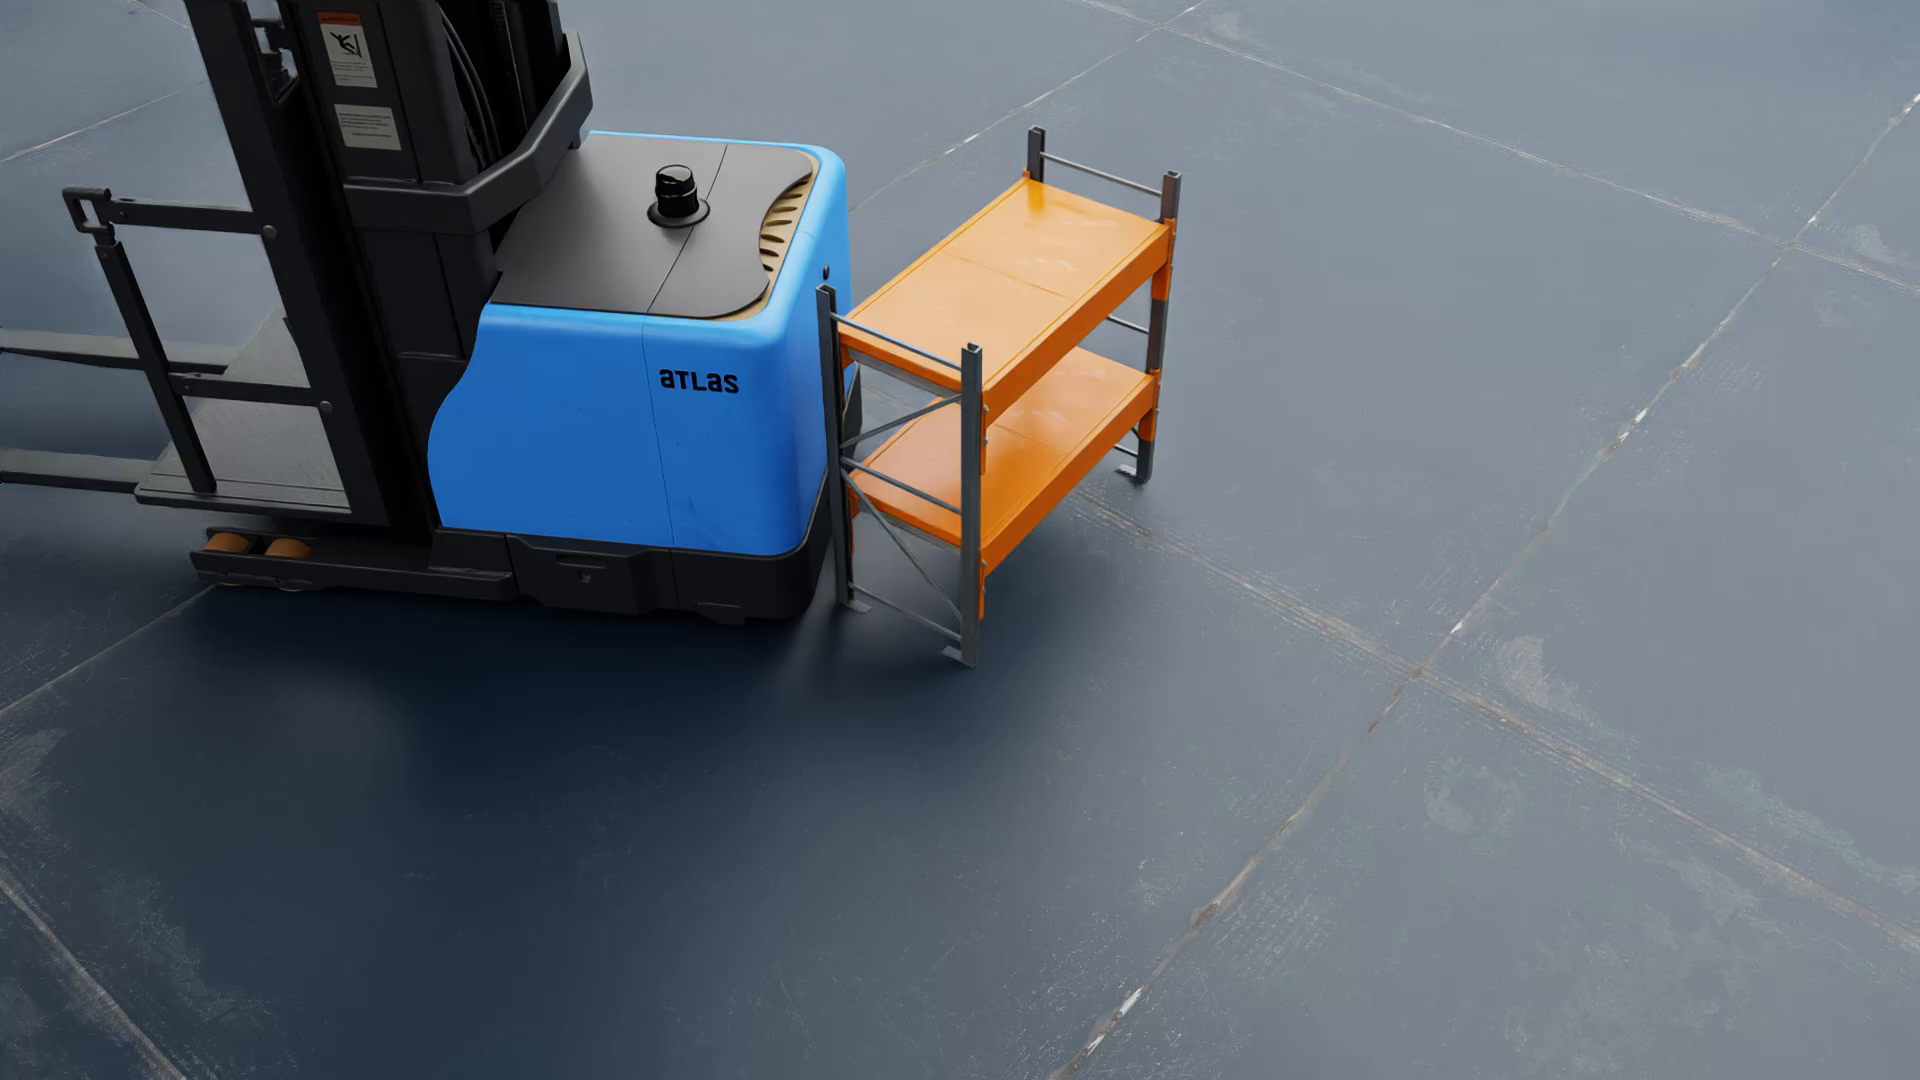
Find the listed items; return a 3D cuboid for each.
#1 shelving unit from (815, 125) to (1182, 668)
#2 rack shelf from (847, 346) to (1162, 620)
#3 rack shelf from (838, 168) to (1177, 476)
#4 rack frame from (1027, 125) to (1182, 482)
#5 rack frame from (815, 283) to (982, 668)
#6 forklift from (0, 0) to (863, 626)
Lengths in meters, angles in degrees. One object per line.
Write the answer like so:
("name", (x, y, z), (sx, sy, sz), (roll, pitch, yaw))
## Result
("shelving unit", (0.128, -0.428, 4.885), (0.538, 1.125, 1.048), (25, 48, 25))
("rack shelf", (0.128, -0.247, 5.050), (0.538, 0.278, 1.000), (25, 48, 25))
("rack shelf", (0.128, -0.645, 4.688), (0.538, 0.278, 1.000), (25, 48, 25))
("rack frame", (0.416, -0.711, 5.195), (0.500, 1.125, 0.032), (25, 48, 25))
("rack frame", (-0.159, -0.146, 4.575), (0.500, 1.125, 0.032), (25, 48, 25))
("forklift", (-1.885, -1.273, 4.472), (3.031, 2.935, 1.130), (5, 43, 6))
